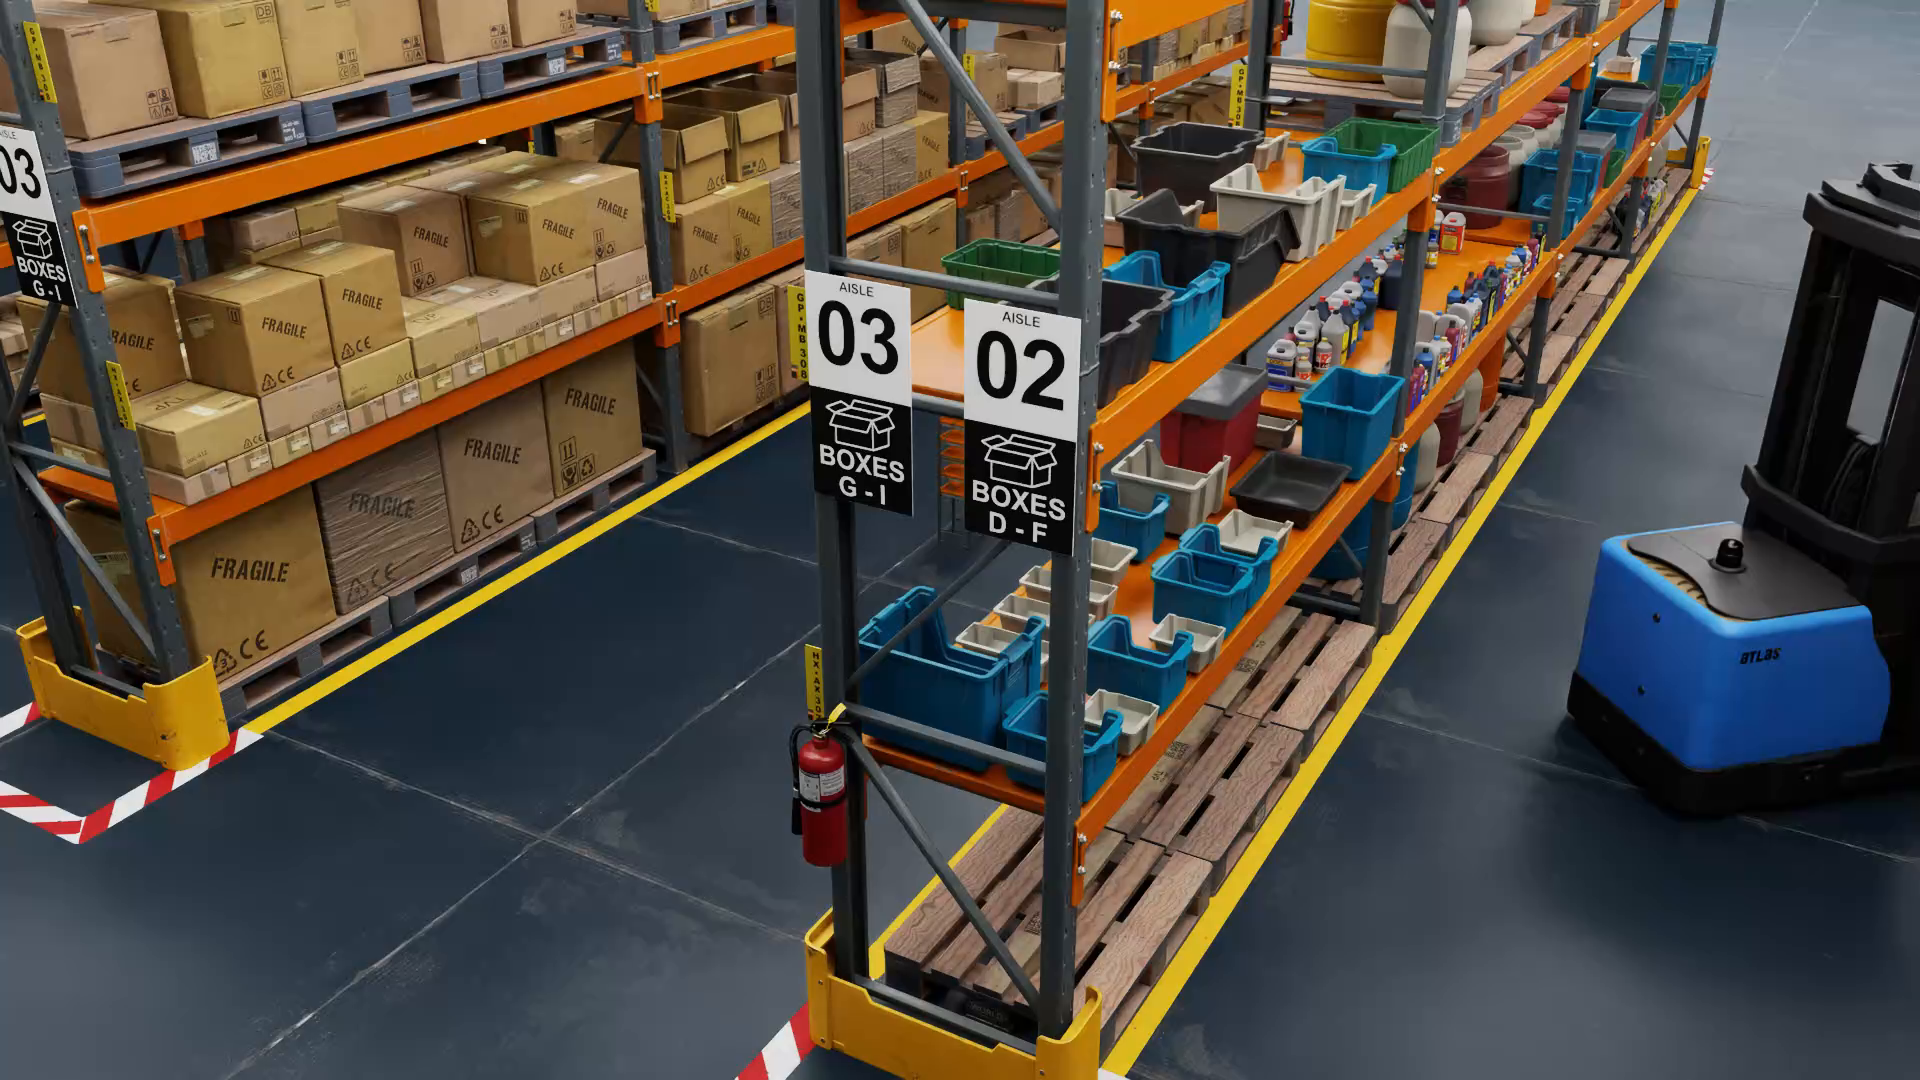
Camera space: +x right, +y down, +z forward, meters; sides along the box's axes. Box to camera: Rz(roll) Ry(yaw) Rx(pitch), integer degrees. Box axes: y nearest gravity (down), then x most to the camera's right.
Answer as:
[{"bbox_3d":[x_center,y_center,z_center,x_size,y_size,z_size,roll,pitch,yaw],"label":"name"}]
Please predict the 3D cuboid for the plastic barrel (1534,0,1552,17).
[{"bbox_3d":[3.616,-3.893,10.875,0.600,0.830,0.708,14,30,26],"label":"plastic barrel"}]

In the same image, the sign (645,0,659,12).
[{"bbox_3d":[-1.898,-3.410,10.194,0.100,0.325,0.005,14,30,26],"label":"sign"}]

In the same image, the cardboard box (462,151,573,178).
[{"bbox_3d":[-2.840,-2.195,10.781,0.500,0.500,0.500,14,30,26],"label":"cardboard box"}]

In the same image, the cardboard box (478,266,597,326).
[{"bbox_3d":[-2.623,-1.558,10.346,0.500,0.250,0.500,15,30,28],"label":"cardboard box"}]

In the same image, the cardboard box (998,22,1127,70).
[{"bbox_3d":[1.041,-5.219,16.685,1.000,1.000,1.000,14,30,26],"label":"cardboard box"}]

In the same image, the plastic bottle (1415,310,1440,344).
[{"bbox_3d":[2.813,-1.268,10.072,0.152,0.276,0.135,14,30,26],"label":"plastic bottle"}]

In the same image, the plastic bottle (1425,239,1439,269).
[{"bbox_3d":[3.294,-2.005,11.627,0.097,0.201,0.097,0,27,0],"label":"plastic bottle"}]

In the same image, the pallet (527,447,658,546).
[{"bbox_3d":[-2.824,-0.398,11.309,1.003,0.211,1.213,14,30,26],"label":"pallet"}]

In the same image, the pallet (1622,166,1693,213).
[{"bbox_3d":[7.433,-3.907,18.320,1.003,0.211,1.213,14,30,26],"label":"pallet"}]

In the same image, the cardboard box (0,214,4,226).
[{"bbox_3d":[-7.145,-2.587,12.122,0.500,0.500,0.500,14,30,26],"label":"cardboard box"}]

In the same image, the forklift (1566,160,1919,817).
[{"bbox_3d":[4.784,-0.328,8.130,3.031,2.935,1.130,-7,27,-13],"label":"forklift"}]

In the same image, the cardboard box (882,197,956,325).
[{"bbox_3d":[-0.772,-2.456,14.210,1.225,0.875,0.875,13,29,24],"label":"cardboard box"}]

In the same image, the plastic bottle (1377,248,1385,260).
[{"bbox_3d":[2.795,-1.802,11.129,0.061,0.283,0.133,14,30,26],"label":"plastic bottle"}]

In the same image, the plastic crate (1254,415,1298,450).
[{"bbox_3d":[1.577,-0.592,8.809,0.396,0.136,0.243,14,30,26],"label":"plastic crate"}]

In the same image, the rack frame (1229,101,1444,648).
[{"bbox_3d":[1.930,-0.833,9.063,1.000,3.000,0.127,14,30,26],"label":"rack frame"}]

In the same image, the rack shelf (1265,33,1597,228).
[{"bbox_3d":[2.914,-2.632,10.110,1.077,0.370,4.000,14,30,26],"label":"rack shelf"}]

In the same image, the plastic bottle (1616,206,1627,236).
[{"bbox_3d":[6.446,-3.116,16.166,0.061,0.283,0.133,14,30,26],"label":"plastic bottle"}]

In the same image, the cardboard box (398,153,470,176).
[{"bbox_3d":[-5.030,-3.496,15.869,0.500,0.250,0.500,15,30,27],"label":"cardboard box"}]

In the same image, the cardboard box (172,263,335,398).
[{"bbox_3d":[-3.633,-1.089,8.571,0.500,0.500,0.500,13,30,25],"label":"cardboard box"}]

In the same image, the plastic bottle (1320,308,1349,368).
[{"bbox_3d":[2.223,-1.210,9.870,0.144,0.351,0.185,14,30,26],"label":"plastic bottle"}]

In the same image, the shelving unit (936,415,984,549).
[{"bbox_3d":[0.007,-0.542,10.493,0.258,1.200,0.189,14,30,26],"label":"shelving unit"}]

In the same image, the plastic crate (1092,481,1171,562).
[{"bbox_3d":[0.749,-0.083,7.685,0.416,0.233,0.300,14,30,26],"label":"plastic crate"}]

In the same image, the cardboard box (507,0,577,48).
[{"bbox_3d":[-2.715,-3.224,9.796,0.700,0.500,0.500,12,29,23],"label":"cardboard box"}]

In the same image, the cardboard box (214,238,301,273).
[{"bbox_3d":[-6.056,-2.355,14.427,0.500,0.500,0.500,15,30,28],"label":"cardboard box"}]

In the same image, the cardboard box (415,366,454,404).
[{"bbox_3d":[-3.132,-0.918,9.514,0.380,0.149,0.250,13,30,25],"label":"cardboard box"}]

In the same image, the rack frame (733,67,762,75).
[{"bbox_3d":[-2.715,-6.173,19.731,1.000,3.000,0.127,14,30,26],"label":"rack frame"}]

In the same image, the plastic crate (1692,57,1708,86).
[{"bbox_3d":[7.523,-4.930,17.415,0.499,0.251,0.408,14,30,26],"label":"plastic crate"}]

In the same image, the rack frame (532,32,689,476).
[{"bbox_3d":[-2.382,-1.924,11.242,1.000,3.000,0.127,14,30,26],"label":"rack frame"}]

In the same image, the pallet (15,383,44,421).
[{"bbox_3d":[-7.549,-1.062,12.635,1.003,0.211,1.213,14,30,26],"label":"pallet"}]

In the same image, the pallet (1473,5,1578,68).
[{"bbox_3d":[3.436,-3.372,10.996,1.003,0.211,1.213,14,30,26],"label":"pallet"}]

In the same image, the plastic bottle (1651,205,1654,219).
[{"bbox_3d":[6.877,-3.298,16.622,0.097,0.201,0.097,0,27,0],"label":"plastic bottle"}]

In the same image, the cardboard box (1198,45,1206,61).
[{"bbox_3d":[2.515,-5.439,18.546,0.380,0.149,0.250,14,30,26],"label":"cardboard box"}]

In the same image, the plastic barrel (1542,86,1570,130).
[{"bbox_3d":[5.204,-3.687,14.613,0.433,0.535,0.433,0,27,0],"label":"plastic barrel"}]

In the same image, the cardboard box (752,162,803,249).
[{"bbox_3d":[-1.445,-2.484,12.249,0.500,0.500,0.500,13,30,25],"label":"cardboard box"}]

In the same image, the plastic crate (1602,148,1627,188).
[{"bbox_3d":[5.255,-3.115,13.859,0.450,0.188,0.662,14,30,26],"label":"plastic crate"}]

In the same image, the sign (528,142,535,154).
[{"bbox_3d":[-2.859,-2.522,11.232,0.100,0.325,0.005,14,30,26],"label":"sign"}]

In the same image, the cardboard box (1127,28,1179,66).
[{"bbox_3d":[1.829,-5.381,17.705,0.875,0.500,0.500,14,30,26],"label":"cardboard box"}]

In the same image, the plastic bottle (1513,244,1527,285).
[{"bbox_3d":[3.788,-1.876,11.291,0.097,0.271,0.097,0,27,0],"label":"plastic bottle"}]

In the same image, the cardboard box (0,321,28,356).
[{"bbox_3d":[-7.177,-1.514,12.474,0.380,0.149,0.250,13,29,24],"label":"cardboard box"}]

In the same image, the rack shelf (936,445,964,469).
[{"bbox_3d":[0.007,-0.502,10.513,0.258,0.103,0.180,14,30,26],"label":"rack shelf"}]

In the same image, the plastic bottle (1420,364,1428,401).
[{"bbox_3d":[2.588,-0.894,9.407,0.097,0.201,0.097,0,27,0],"label":"plastic bottle"}]

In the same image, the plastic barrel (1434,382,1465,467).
[{"bbox_3d":[3.117,-0.867,11.356,0.600,0.588,0.708,14,30,26],"label":"plastic barrel"}]

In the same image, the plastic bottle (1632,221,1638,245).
[{"bbox_3d":[6.404,-2.955,15.859,0.097,0.271,0.097,0,27,0],"label":"plastic bottle"}]

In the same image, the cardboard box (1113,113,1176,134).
[{"bbox_3d":[2.060,-4.484,18.679,0.500,0.500,0.500,-22,34,-37],"label":"cardboard box"}]

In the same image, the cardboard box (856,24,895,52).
[{"bbox_3d":[-1.454,-6.348,21.984,0.875,0.875,0.875,14,30,25],"label":"cardboard box"}]

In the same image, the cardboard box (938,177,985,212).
[{"bbox_3d":[-0.111,-3.165,15.184,0.500,0.250,0.500,16,31,28],"label":"cardboard box"}]

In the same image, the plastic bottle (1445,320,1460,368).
[{"bbox_3d":[2.919,-1.176,9.879,0.061,0.283,0.133,14,30,26],"label":"plastic bottle"}]

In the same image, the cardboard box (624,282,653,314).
[{"bbox_3d":[-2.247,-1.620,10.917,0.380,0.149,0.250,14,30,26],"label":"cardboard box"}]

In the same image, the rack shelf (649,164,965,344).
[{"bbox_3d":[-1.398,-2.382,12.960,1.077,0.370,4.000,14,30,26],"label":"rack shelf"}]

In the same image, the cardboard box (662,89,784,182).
[{"bbox_3d":[-1.727,-2.933,12.025,0.797,0.503,0.637,15,30,27],"label":"cardboard box"}]

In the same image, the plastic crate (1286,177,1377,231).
[{"bbox_3d":[1.636,-1.477,7.293,0.293,0.136,0.466,14,30,26],"label":"plastic crate"}]

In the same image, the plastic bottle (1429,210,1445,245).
[{"bbox_3d":[3.404,-2.239,12.010,0.152,0.276,0.135,14,30,26],"label":"plastic bottle"}]

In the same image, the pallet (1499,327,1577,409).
[{"bbox_3d":[4.313,-1.438,13.388,1.003,0.211,1.213,14,30,26],"label":"pallet"}]

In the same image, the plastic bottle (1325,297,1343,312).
[{"bbox_3d":[2.270,-1.341,10.217,0.152,0.276,0.135,14,30,26],"label":"plastic bottle"}]

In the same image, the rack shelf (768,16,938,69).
[{"bbox_3d":[-1.731,-6.631,21.449,1.077,0.370,4.000,14,30,26],"label":"rack shelf"}]

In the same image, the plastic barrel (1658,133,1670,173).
[{"bbox_3d":[7.576,-4.312,18.323,0.421,0.512,0.421,0,27,0],"label":"plastic barrel"}]

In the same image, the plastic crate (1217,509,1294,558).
[{"bbox_3d":[1.335,0.003,7.621,0.293,0.136,0.466,14,30,26],"label":"plastic crate"}]
